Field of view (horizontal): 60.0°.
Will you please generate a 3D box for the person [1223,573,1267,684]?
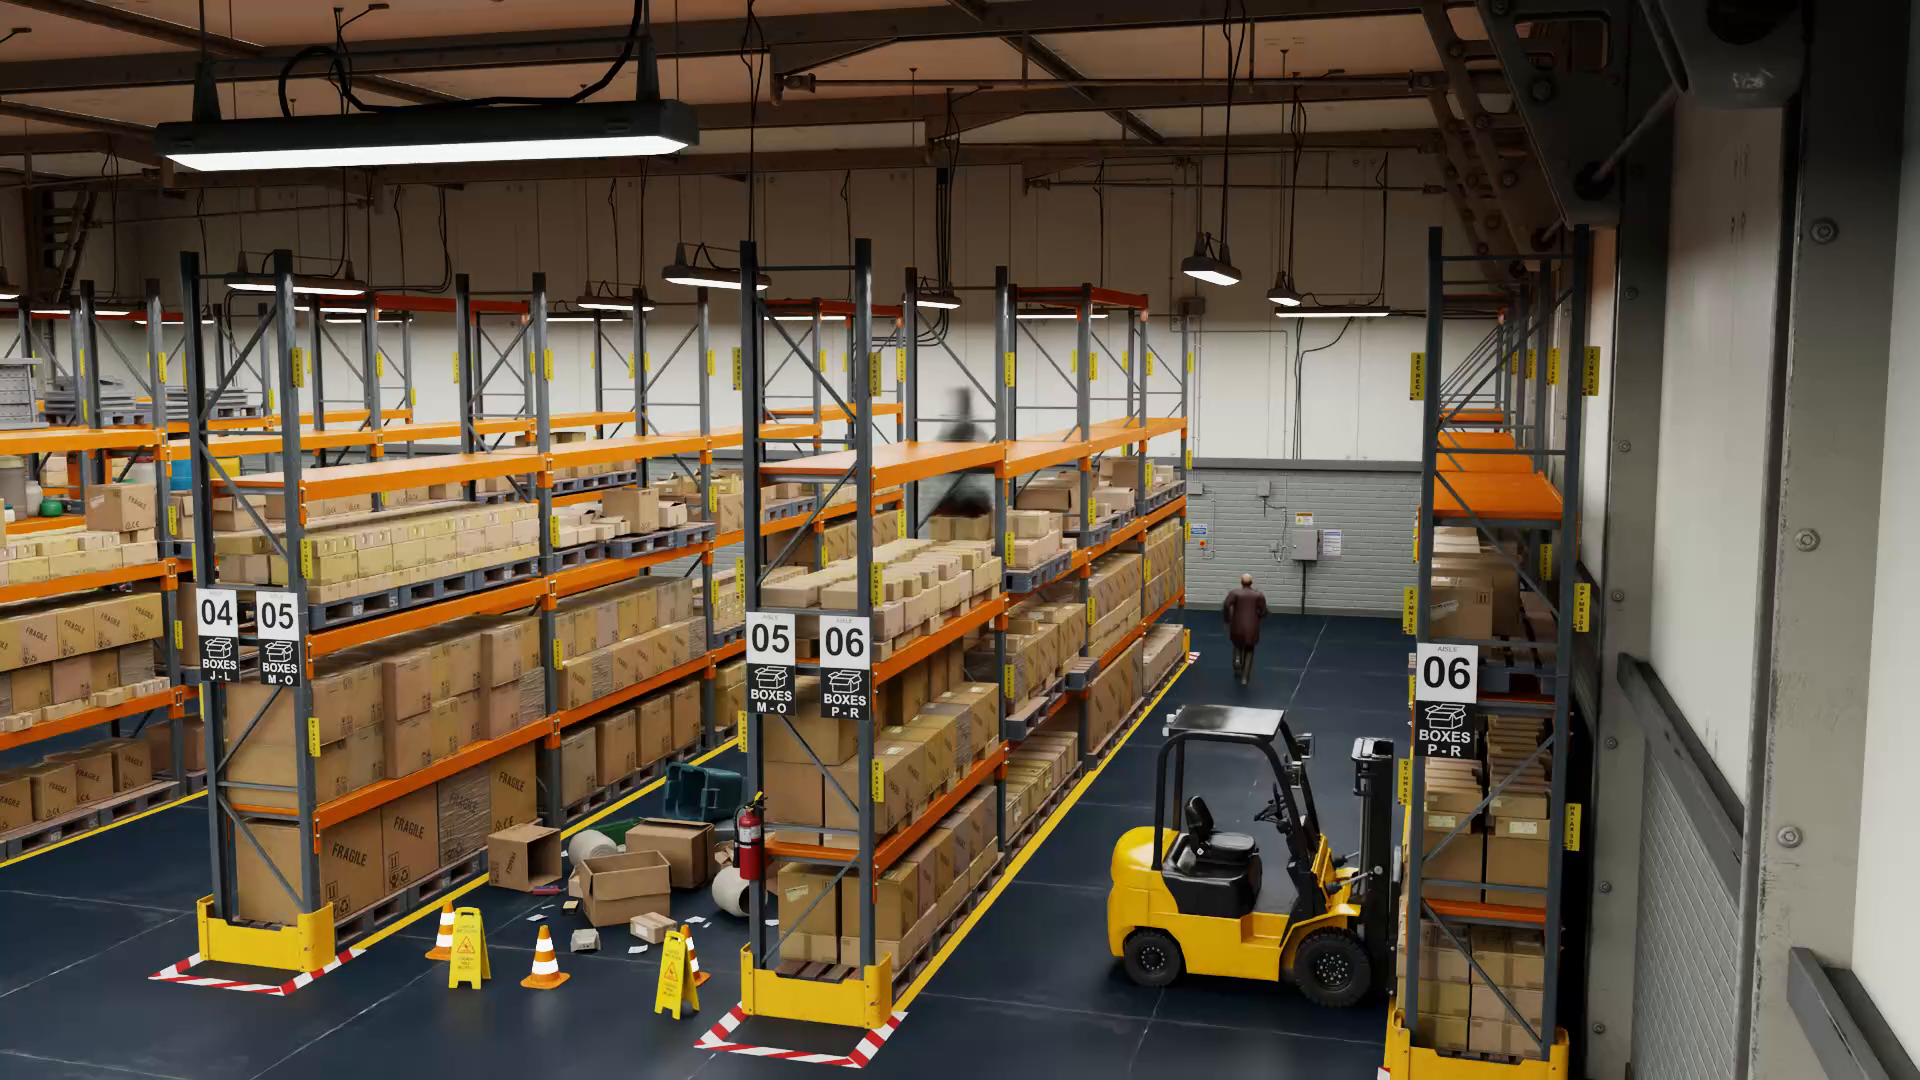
[{"bbox_3d":[4.477,1.378,26.160,0.686,1.733,0.715,1,6,9],"label":"person"}]
